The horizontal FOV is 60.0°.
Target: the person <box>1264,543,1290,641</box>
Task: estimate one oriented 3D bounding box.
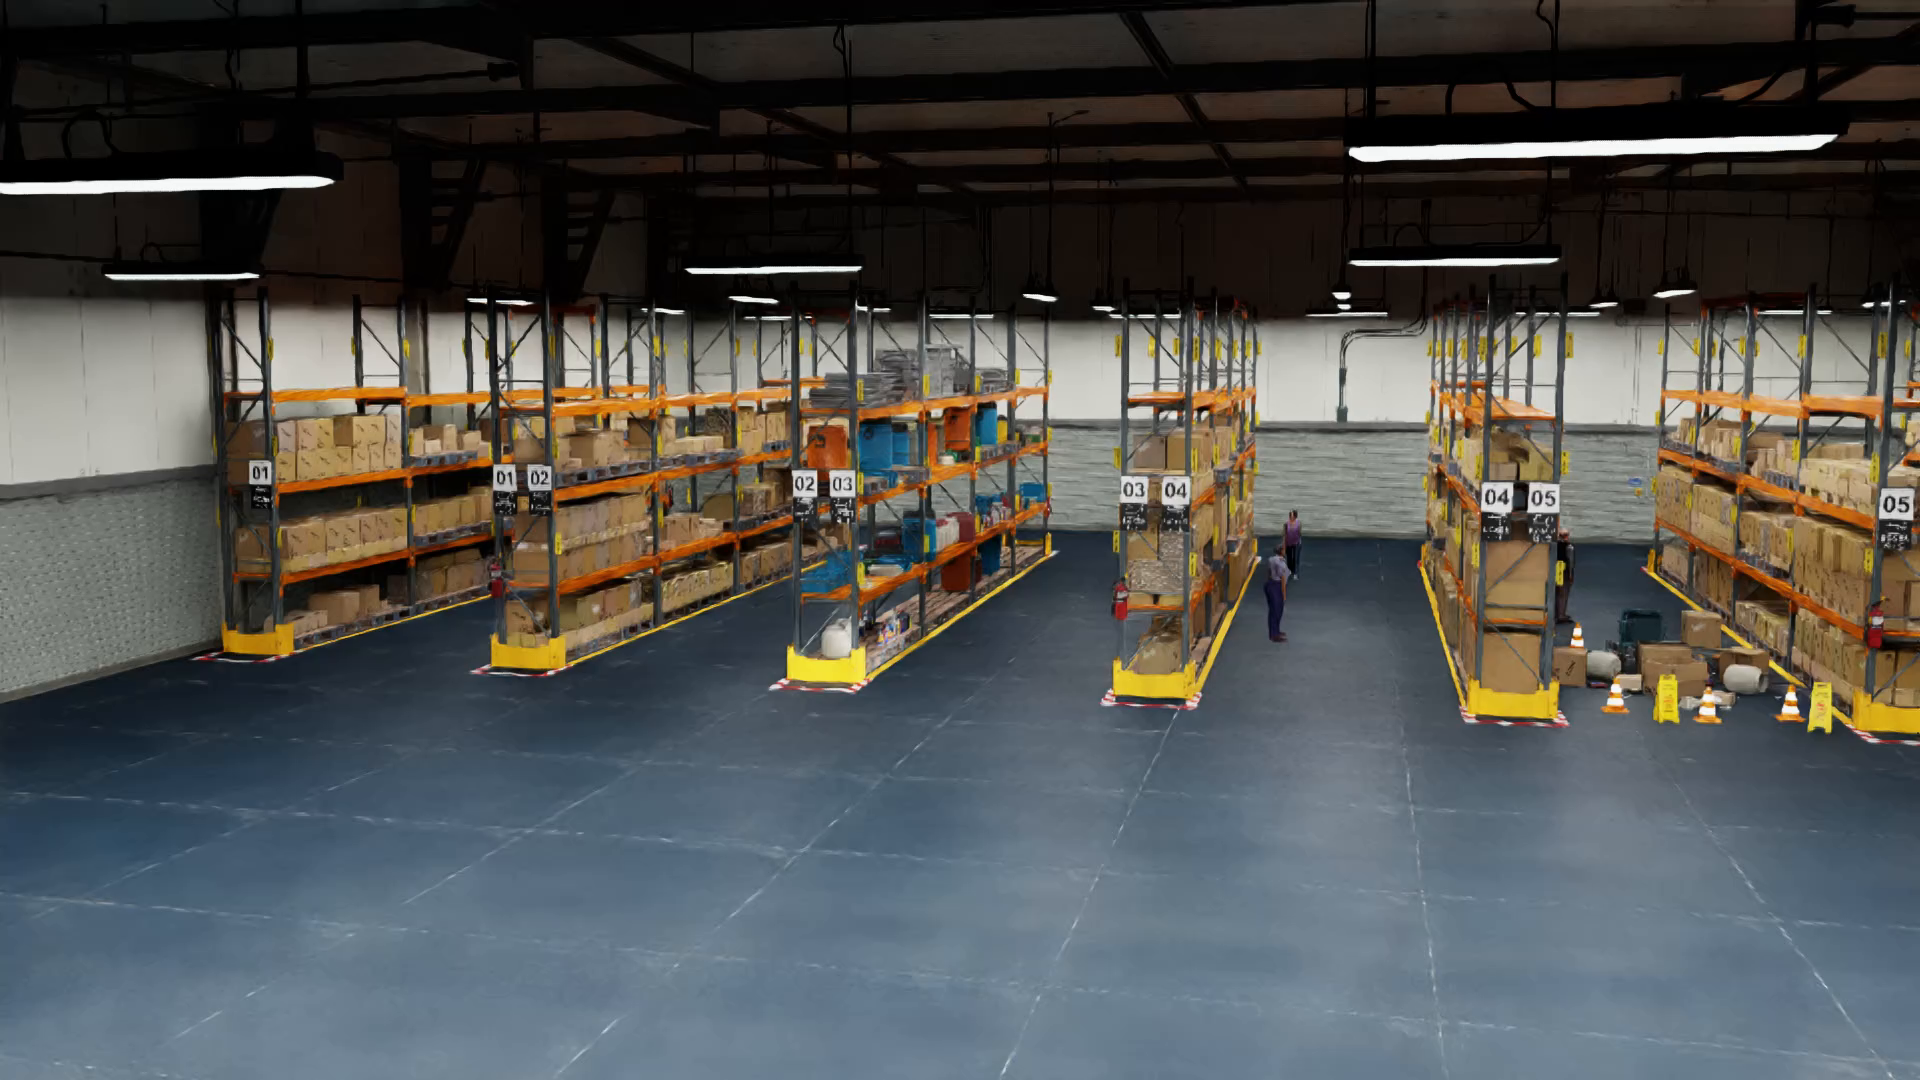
[{"bbox_3d":[5.507,0.880,28.696,0.445,1.658,0.580,-2,7,-17],"label":"person"}]

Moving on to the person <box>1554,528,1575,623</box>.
[{"bbox_3d":[11.097,0.628,30.537,0.448,1.730,0.586,-2,7,-18],"label":"person"}]

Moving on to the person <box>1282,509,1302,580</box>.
[{"bbox_3d":[7.239,0.078,36.273,0.417,1.504,1.037,2,7,15],"label":"person"}]
